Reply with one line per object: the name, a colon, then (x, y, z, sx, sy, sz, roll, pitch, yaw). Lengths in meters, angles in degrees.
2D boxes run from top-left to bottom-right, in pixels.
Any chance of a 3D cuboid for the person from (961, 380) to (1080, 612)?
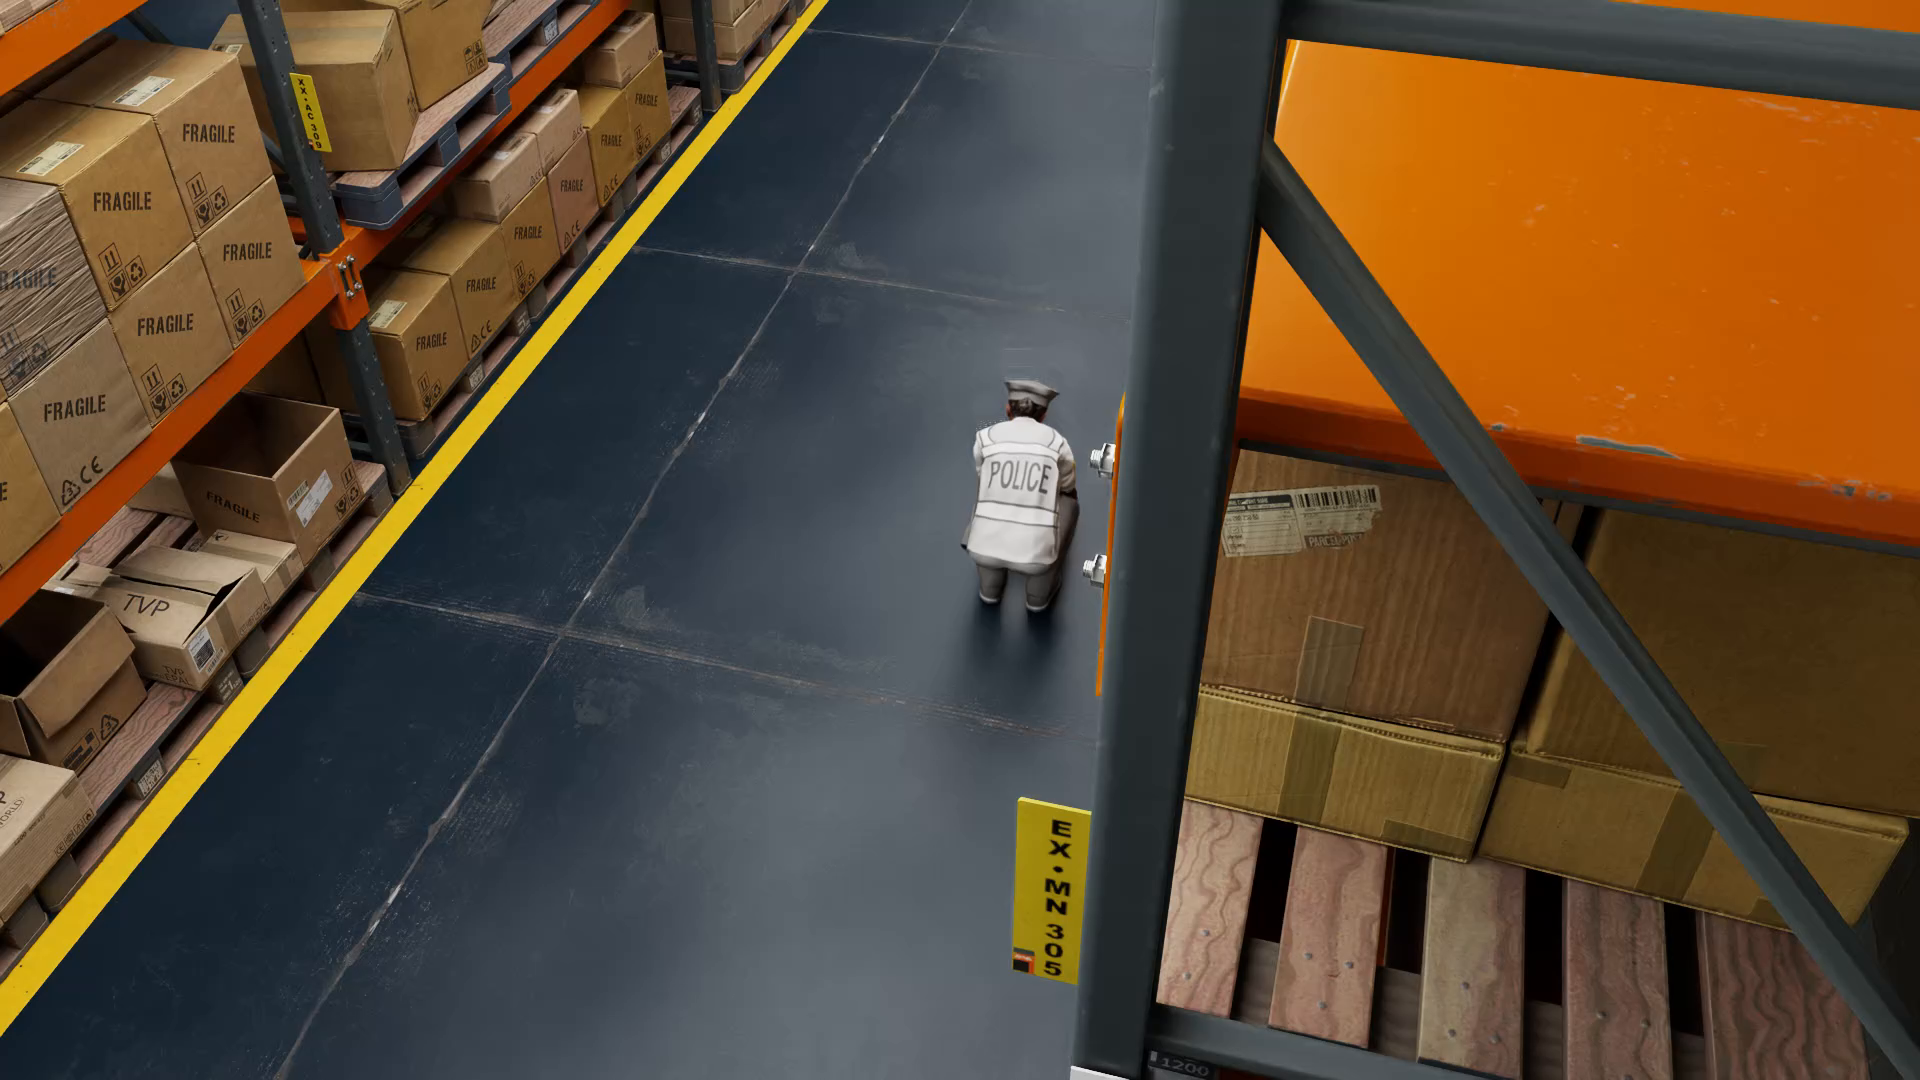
person: (0.268, -0.168, 7.129, 0.471, 0.866, 0.865, 10, 42, 11)
